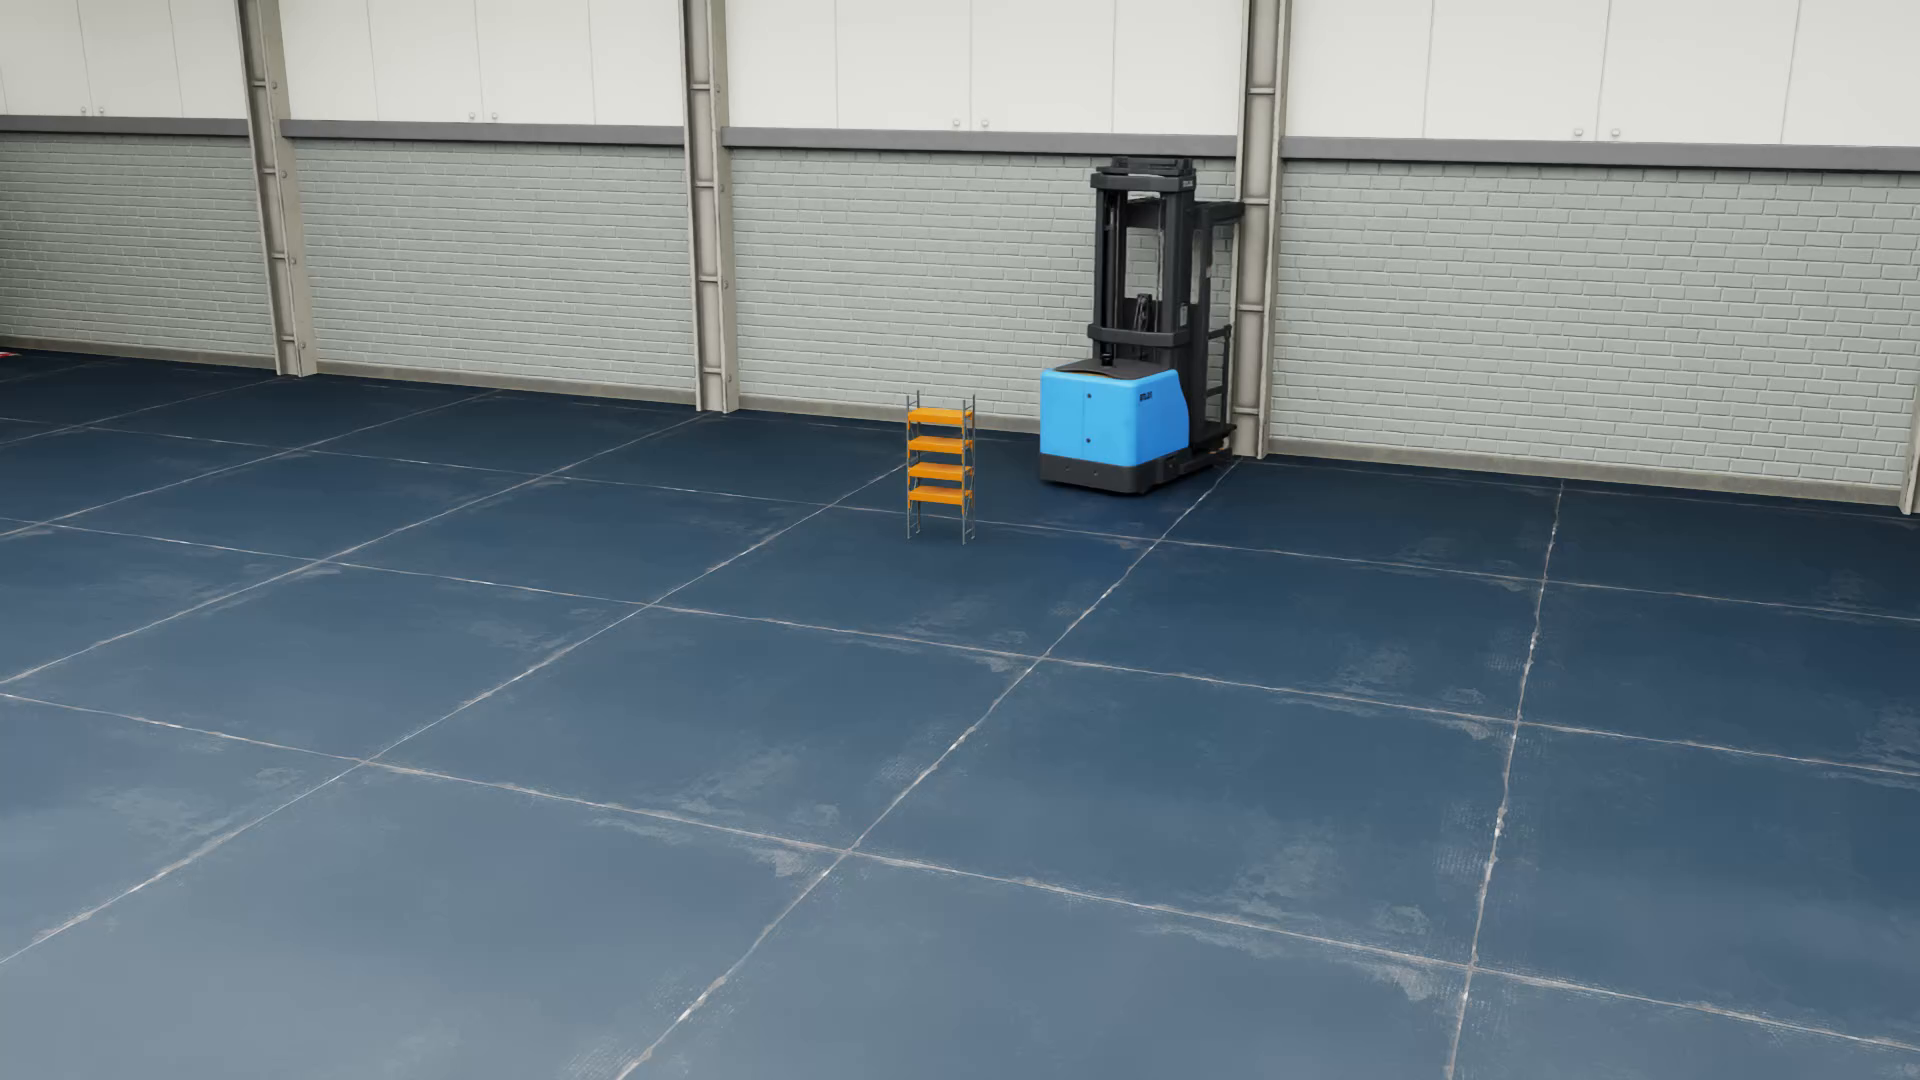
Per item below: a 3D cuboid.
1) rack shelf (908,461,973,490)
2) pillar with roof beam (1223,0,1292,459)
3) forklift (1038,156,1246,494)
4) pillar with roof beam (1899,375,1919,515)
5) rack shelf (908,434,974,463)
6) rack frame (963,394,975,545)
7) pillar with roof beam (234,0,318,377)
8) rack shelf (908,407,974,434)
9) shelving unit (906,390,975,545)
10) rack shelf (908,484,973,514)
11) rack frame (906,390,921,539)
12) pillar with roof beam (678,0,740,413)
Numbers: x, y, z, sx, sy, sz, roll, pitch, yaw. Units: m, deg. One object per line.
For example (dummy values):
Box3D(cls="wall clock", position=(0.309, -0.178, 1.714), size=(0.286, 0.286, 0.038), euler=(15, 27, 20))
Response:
Box3D(cls="rack shelf", position=(-0.154, -0.529, 13.583), size=(0.480, 0.148, 0.258), euler=(6, 17, 21))
Box3D(cls="pillar with roof beam", position=(1.278, -4.065, 11.534), size=(0.400, 9.000, 9.100), euler=(6, 17, 21))
Box3D(cls="forklift", position=(1.999, -2.173, 15.903), size=(1.130, 2.935, 3.031), euler=(12, 20, 35))
Box3D(cls="pillar with roof beam", position=(6.859, -3.451, 9.420), size=(0.400, 9.000, 9.100), euler=(6, 17, 21))
Box3D(cls="rack shelf", position=(-0.154, -0.743, 13.521), size=(0.480, 0.148, 0.258), euler=(6, 17, 21))
Box3D(cls="rack frame", position=(0.073, -0.568, 13.479), size=(0.015, 1.200, 0.240), euler=(6, 17, 21))
Box3D(cls="pillar with roof beam", position=(-9.886, -5.292, 15.763), size=(0.400, 9.000, 9.100), euler=(6, 17, 21))
Box3D(cls="rack shelf", position=(-0.154, -0.971, 13.455), size=(0.480, 0.148, 0.258), euler=(6, 17, 21))
Box3D(cls="shelving unit", position=(-0.154, -0.593, 13.565), size=(0.503, 1.200, 0.258), euler=(6, 17, 21))
Box3D(cls="rack shelf", position=(-0.154, -0.338, 13.639), size=(0.480, 0.148, 0.258), euler=(6, 17, 21))
Box3D(cls="rack frame", position=(-0.381, -0.618, 13.651), size=(0.015, 1.200, 0.240), euler=(6, 17, 21))
Box3D(cls="pillar with roof beam", position=(-4.304, -4.679, 13.649), size=(0.400, 9.000, 9.100), euler=(6, 17, 21))
